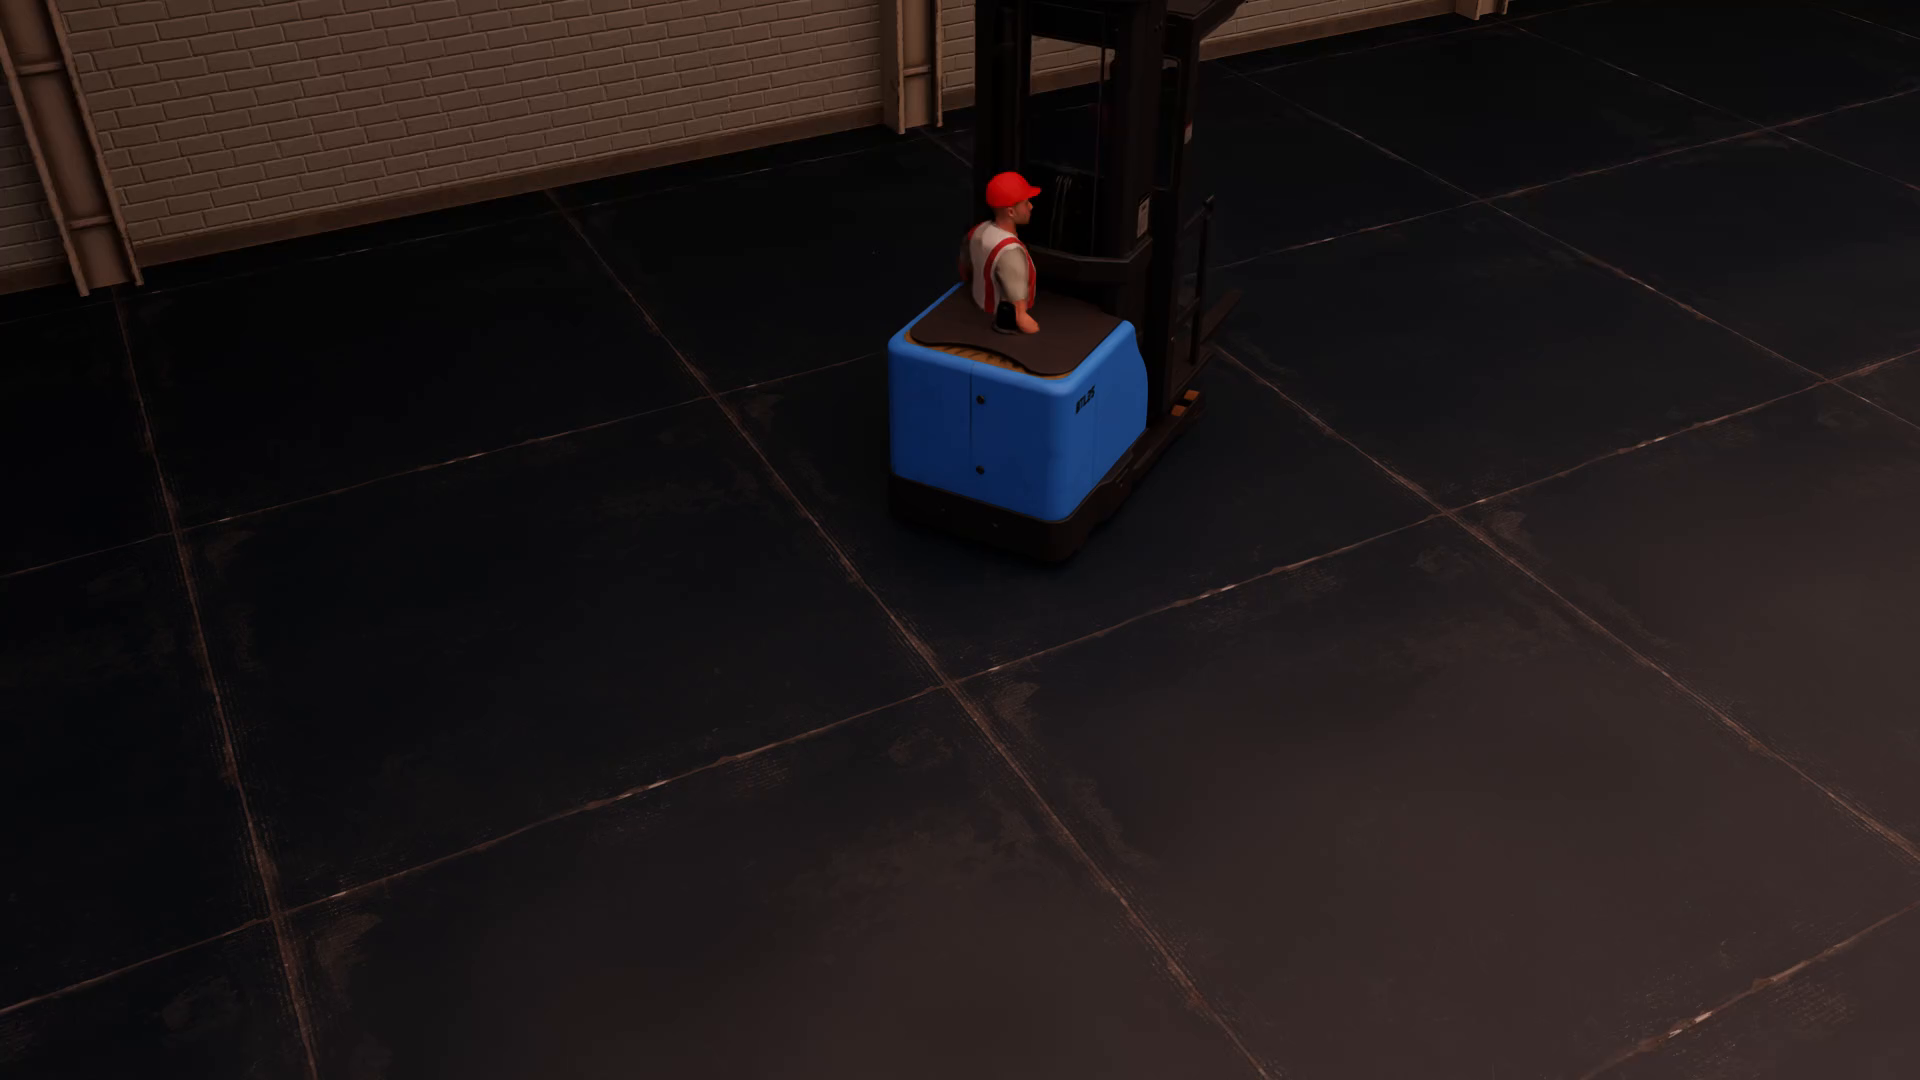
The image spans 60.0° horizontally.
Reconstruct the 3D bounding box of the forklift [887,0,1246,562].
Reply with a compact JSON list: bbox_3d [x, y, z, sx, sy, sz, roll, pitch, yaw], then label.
[{"bbox_3d":[0.772,-1.917,8.835,1.130,2.935,3.031,17,39,23],"label":"forklift"}]

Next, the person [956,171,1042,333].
[{"bbox_3d":[0.413,-1.137,8.634,0.708,1.657,0.849,-10,37,-14],"label":"person"}]
